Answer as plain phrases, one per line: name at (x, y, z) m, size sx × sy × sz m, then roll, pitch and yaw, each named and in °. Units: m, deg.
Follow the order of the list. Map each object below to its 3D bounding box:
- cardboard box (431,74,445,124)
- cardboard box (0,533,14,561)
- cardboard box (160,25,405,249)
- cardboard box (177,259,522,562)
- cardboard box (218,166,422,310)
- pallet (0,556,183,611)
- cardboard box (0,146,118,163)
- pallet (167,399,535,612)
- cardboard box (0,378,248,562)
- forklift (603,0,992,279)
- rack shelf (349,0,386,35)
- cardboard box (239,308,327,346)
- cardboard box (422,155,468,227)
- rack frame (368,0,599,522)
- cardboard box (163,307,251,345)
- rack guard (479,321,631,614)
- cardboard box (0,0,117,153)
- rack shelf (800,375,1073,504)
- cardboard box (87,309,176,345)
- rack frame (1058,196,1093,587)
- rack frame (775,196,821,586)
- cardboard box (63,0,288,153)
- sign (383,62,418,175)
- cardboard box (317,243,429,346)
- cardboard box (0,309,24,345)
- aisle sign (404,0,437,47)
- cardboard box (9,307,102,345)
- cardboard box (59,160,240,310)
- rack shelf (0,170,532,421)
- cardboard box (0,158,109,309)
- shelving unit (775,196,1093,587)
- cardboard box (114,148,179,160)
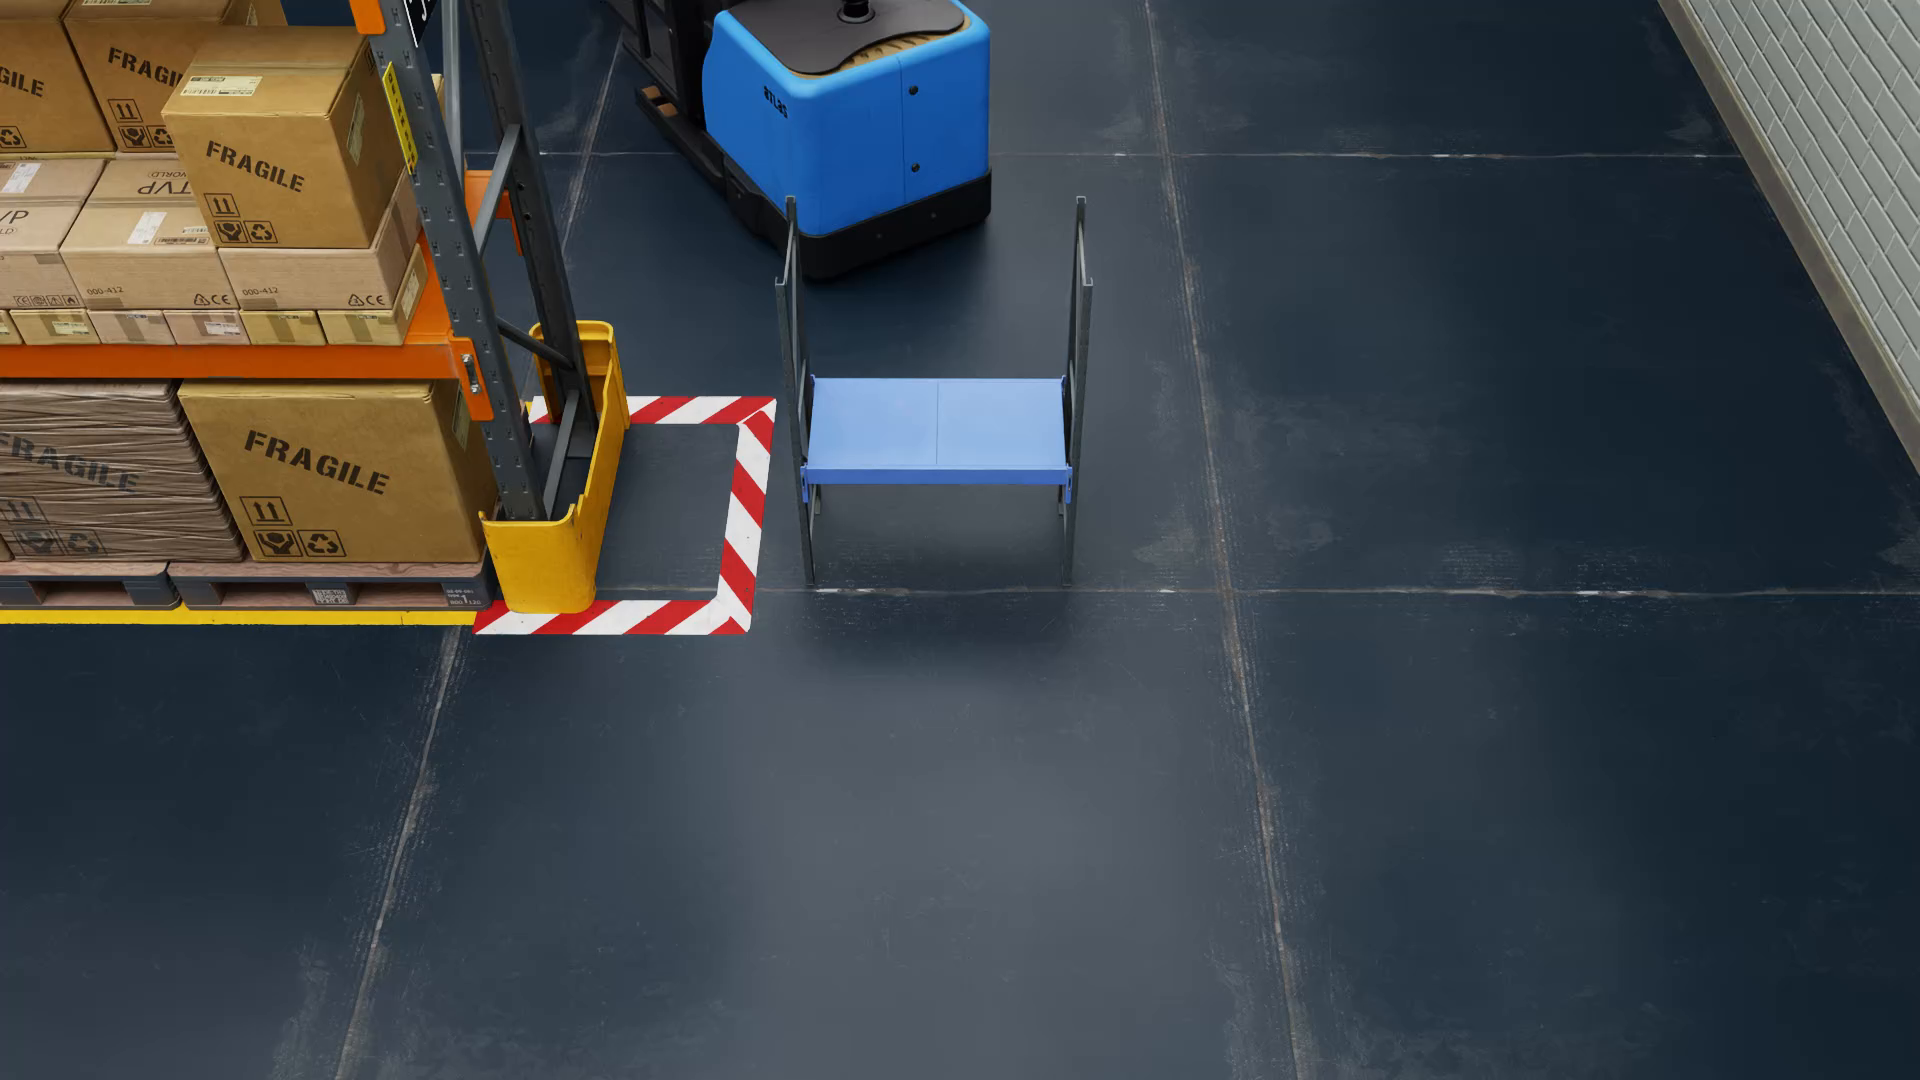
cardboard box at (-2.111, -1.413, 5.915) m, size 0.500 × 0.250 × 0.500 m, roll -1°, pitch 47°, yaw -1°
cardboard box at (-4.072, -0.531, 6.360) m, size 0.875 × 0.875 × 0.875 m, roll 0°, pitch 47°, yaw 0°
cardboard box at (-2.120, -1.279, 5.278) m, size 0.500 × 0.500 × 0.500 m, roll 1°, pitch 47°, yaw 1°
cardboard box at (-2.272, -0.526, 6.355) m, size 0.875 × 0.875 × 0.875 m, roll 0°, pitch 47°, yaw 0°
cardboard box at (-2.118, -1.021, 5.551) m, size 0.500 × 0.250 × 0.500 m, roll -1°, pitch 47°, yaw 0°
pallet at (-3.649, -0.164, 6.759) m, size 1.213 × 0.211 × 1.003 m, roll 0°, pitch 47°, yaw 0°
cardboard box at (-3.133, -1.414, 5.916) m, size 0.500 × 0.250 × 0.500 m, roll -1°, pitch 47°, yaw -1°
pallet at (-2.432, -0.159, 6.754) m, size 1.213 × 0.211 × 1.003 m, roll 0°, pitch 47°, yaw 0°
cardboard box at (-3.182, -0.529, 6.358) m, size 0.875 × 0.875 × 0.875 m, roll 0°, pitch 47°, yaw 0°
forklift at (-1.060, -3.284, 7.805) m, size 1.130 × 2.935 × 3.031 m, roll -25°, pitch 52°, yaw -21°
rack shelf at (-3.632, -1.946, 4.955) m, size 4.000 × 0.370 × 1.077 m, roll 0°, pitch 47°, yaw 0°
cardboard box at (-2.249, -0.838, 5.652) m, size 0.250 × 0.149 × 0.380 m, roll 1°, pitch 47°, yaw 1°
cardboard box at (-1.986, -1.321, 6.102) m, size 0.250 × 0.149 × 0.380 m, roll 1°, pitch 47°, yaw 1°
rack frame at (-1.632, -1.164, 5.784) m, size 0.127 × 3.000 × 1.000 m, roll 0°, pitch 47°, yaw 0°
cardboard box at (-2.502, -0.839, 5.654) m, size 0.250 × 0.149 × 0.380 m, roll 0°, pitch 47°, yaw 0°
rack guard at (-1.608, -0.312, 6.699) m, size 0.348 × 0.500 × 1.175 m, roll 0°, pitch 47°, yaw 0°
cardboard box at (-3.129, -1.667, 5.639) m, size 0.500 × 0.500 × 0.500 m, roll -1°, pitch 47°, yaw -1°
rack shelf at (-0.085, -0.389, 6.333) m, size 1.000 × 0.185 × 0.538 m, roll 0°, pitch 47°, yaw 0°
cardboard box at (-2.751, -0.841, 5.655) m, size 0.250 × 0.149 × 0.380 m, roll 1°, pitch 47°, yaw 1°
rack frame at (0.423, -0.510, 6.200) m, size 0.032 × 1.500 × 0.500 m, roll 0°, pitch 47°, yaw 0°
rack frame at (-0.594, -0.513, 6.203) m, size 0.032 × 1.500 × 0.500 m, roll 0°, pitch 47°, yaw 0°
cardboard box at (-2.611, -1.670, 5.642) m, size 0.500 × 0.500 × 0.500 m, roll -1°, pitch 47°, yaw -1°
sign at (-1.648, -1.242, 4.904) m, size 0.005 × 0.325 × 0.100 m, roll 0°, pitch 47°, yaw 0°
cardboard box at (-1.989, -0.838, 5.653) m, size 0.250 × 0.149 × 0.380 m, roll 1°, pitch 47°, yaw 1°
cardboard box at (-3.270, -0.840, 5.655) m, size 0.250 × 0.149 × 0.380 m, roll 0°, pitch 47°, yaw 0°
aisle sign at (-1.561, -1.830, 4.628) m, size 0.004 × 0.787 × 0.394 m, roll 0°, pitch 47°, yaw 0°
cardboard box at (-3.011, -0.840, 5.654) m, size 0.250 × 0.149 × 0.380 m, roll -1°, pitch 47°, yaw -1°
cardboard box at (-2.625, -1.023, 5.552) m, size 0.500 × 0.250 × 0.500 m, roll -1°, pitch 47°, yaw -1°
rack shelf at (-3.632, -0.924, 6.053) m, size 4.000 × 0.370 × 1.077 m, roll 0°, pitch 47°, yaw 0°
cardboard box at (-3.134, -1.024, 5.553) m, size 0.500 × 0.250 × 0.500 m, roll -1°, pitch 47°, yaw -1°
shelving unit at (-0.085, -0.511, 6.201) m, size 1.048 × 1.500 × 0.538 m, roll 0°, pitch 47°, yaw 0°
cardboard box at (-2.631, -1.410, 5.912) m, size 0.500 × 0.250 × 0.500 m, roll 0°, pitch 47°, yaw 0°
